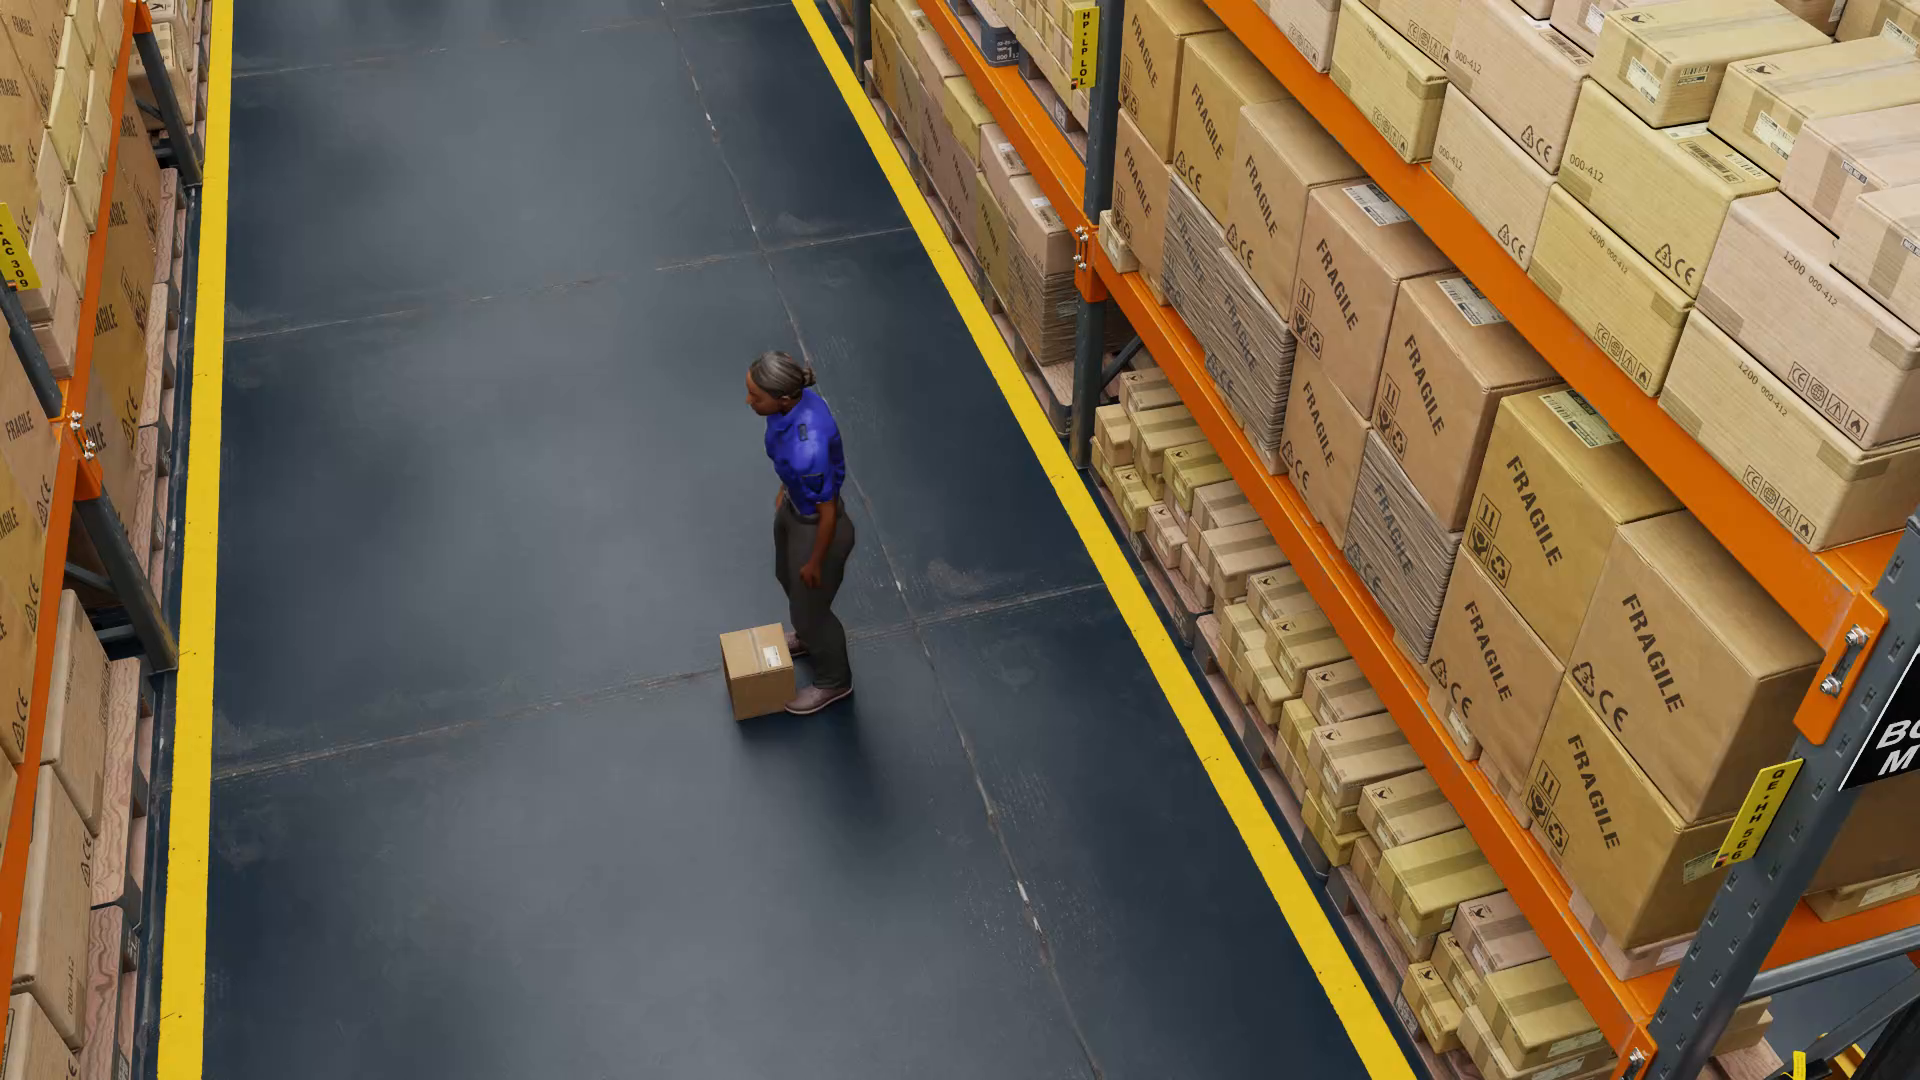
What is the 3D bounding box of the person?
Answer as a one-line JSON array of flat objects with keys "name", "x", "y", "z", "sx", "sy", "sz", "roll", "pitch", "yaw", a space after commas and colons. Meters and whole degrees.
[{"name": "person", "x": -0.583, "y": -0.053, "z": 6.222, "sx": 0.347, "sy": 1.654, "sz": 0.505, "roll": -13, "pitch": 44, "yaw": -14}]
